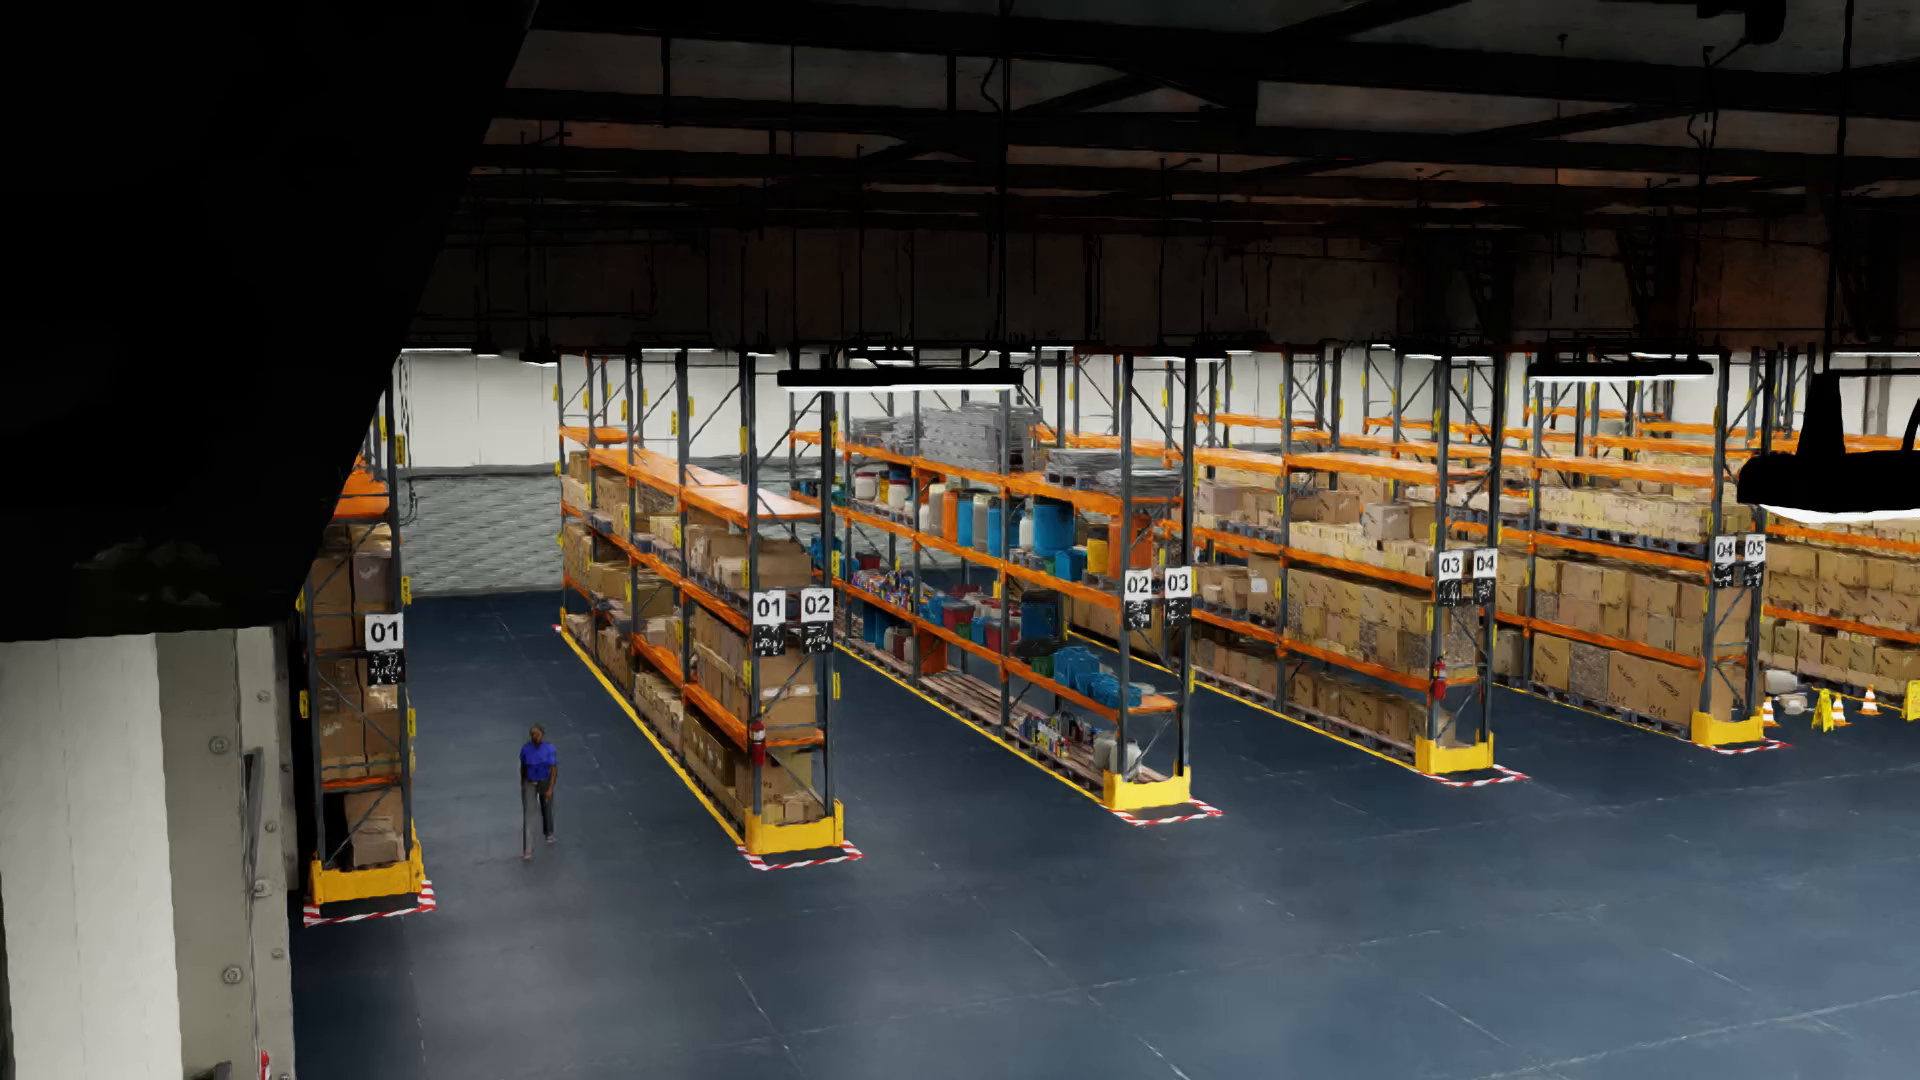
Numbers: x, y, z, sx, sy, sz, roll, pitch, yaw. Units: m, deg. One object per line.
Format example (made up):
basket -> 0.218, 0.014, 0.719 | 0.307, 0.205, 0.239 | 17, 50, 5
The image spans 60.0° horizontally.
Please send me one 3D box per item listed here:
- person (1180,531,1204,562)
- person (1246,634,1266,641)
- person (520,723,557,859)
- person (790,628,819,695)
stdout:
person -> 5.855, 0.119, 41.863 | 0.640, 1.773, 0.489 | 4, 9, 32
person -> 6.108, 1.259, 33.677 | 0.592, 1.629, 0.531 | -3, 8, -24
person -> -5.090, 2.983, 20.107 | 0.438, 1.586, 1.002 | -2, 7, -12
person -> -2.777, 1.861, 28.887 | 0.495, 1.589, 1.086 | -2, 8, -18
